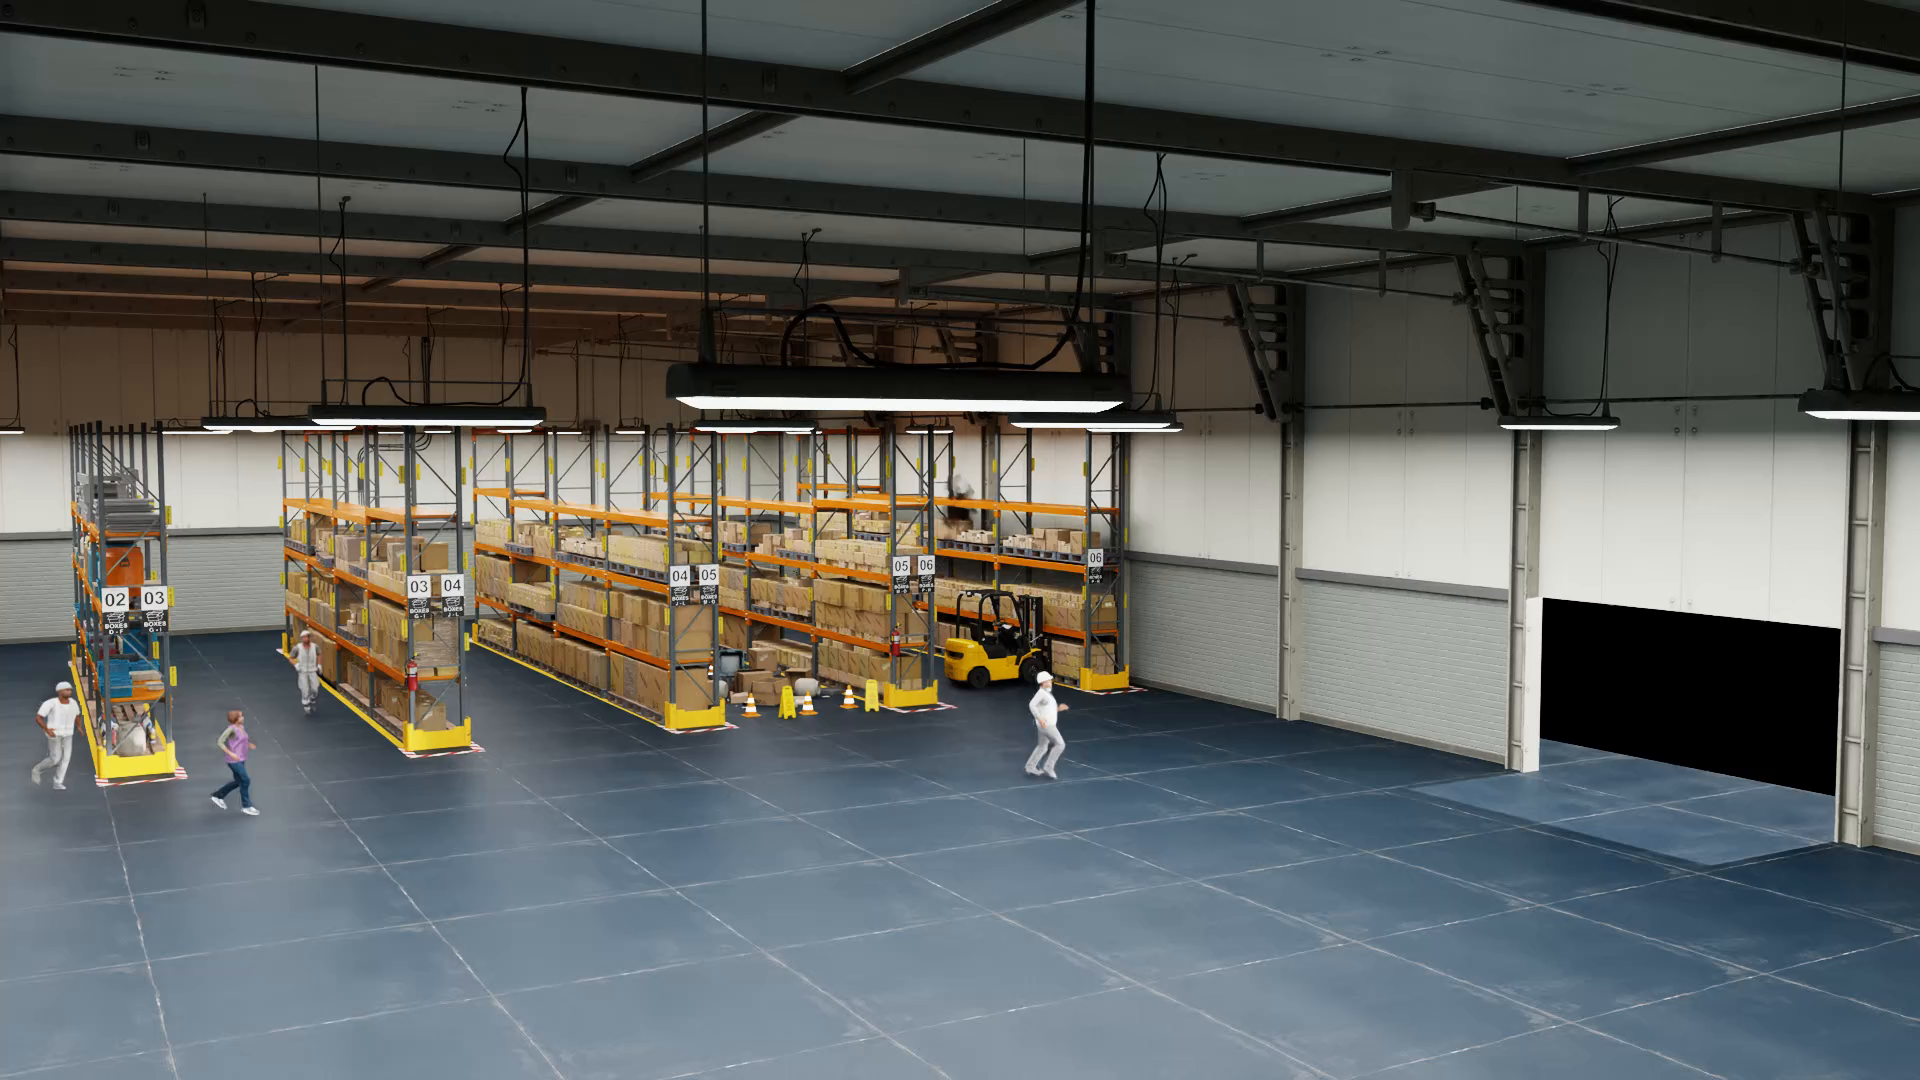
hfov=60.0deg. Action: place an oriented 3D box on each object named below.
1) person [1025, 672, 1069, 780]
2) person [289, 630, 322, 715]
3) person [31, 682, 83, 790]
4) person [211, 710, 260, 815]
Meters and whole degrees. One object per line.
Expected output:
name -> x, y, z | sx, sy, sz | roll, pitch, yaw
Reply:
person -> 1.457, 3.116, 27.927 | 0.729, 1.807, 0.627 | 0, 4, 3
person -> -13.439, 2.730, 34.217 | 0.661, 1.746, 0.572 | -2, 4, -29
person -> -14.718, 3.180, 27.221 | 0.706, 1.719, 0.747 | 2, 4, 27
person -> -11.006, 3.367, 25.203 | 0.752, 1.606, 0.539 | 0, 4, -3
